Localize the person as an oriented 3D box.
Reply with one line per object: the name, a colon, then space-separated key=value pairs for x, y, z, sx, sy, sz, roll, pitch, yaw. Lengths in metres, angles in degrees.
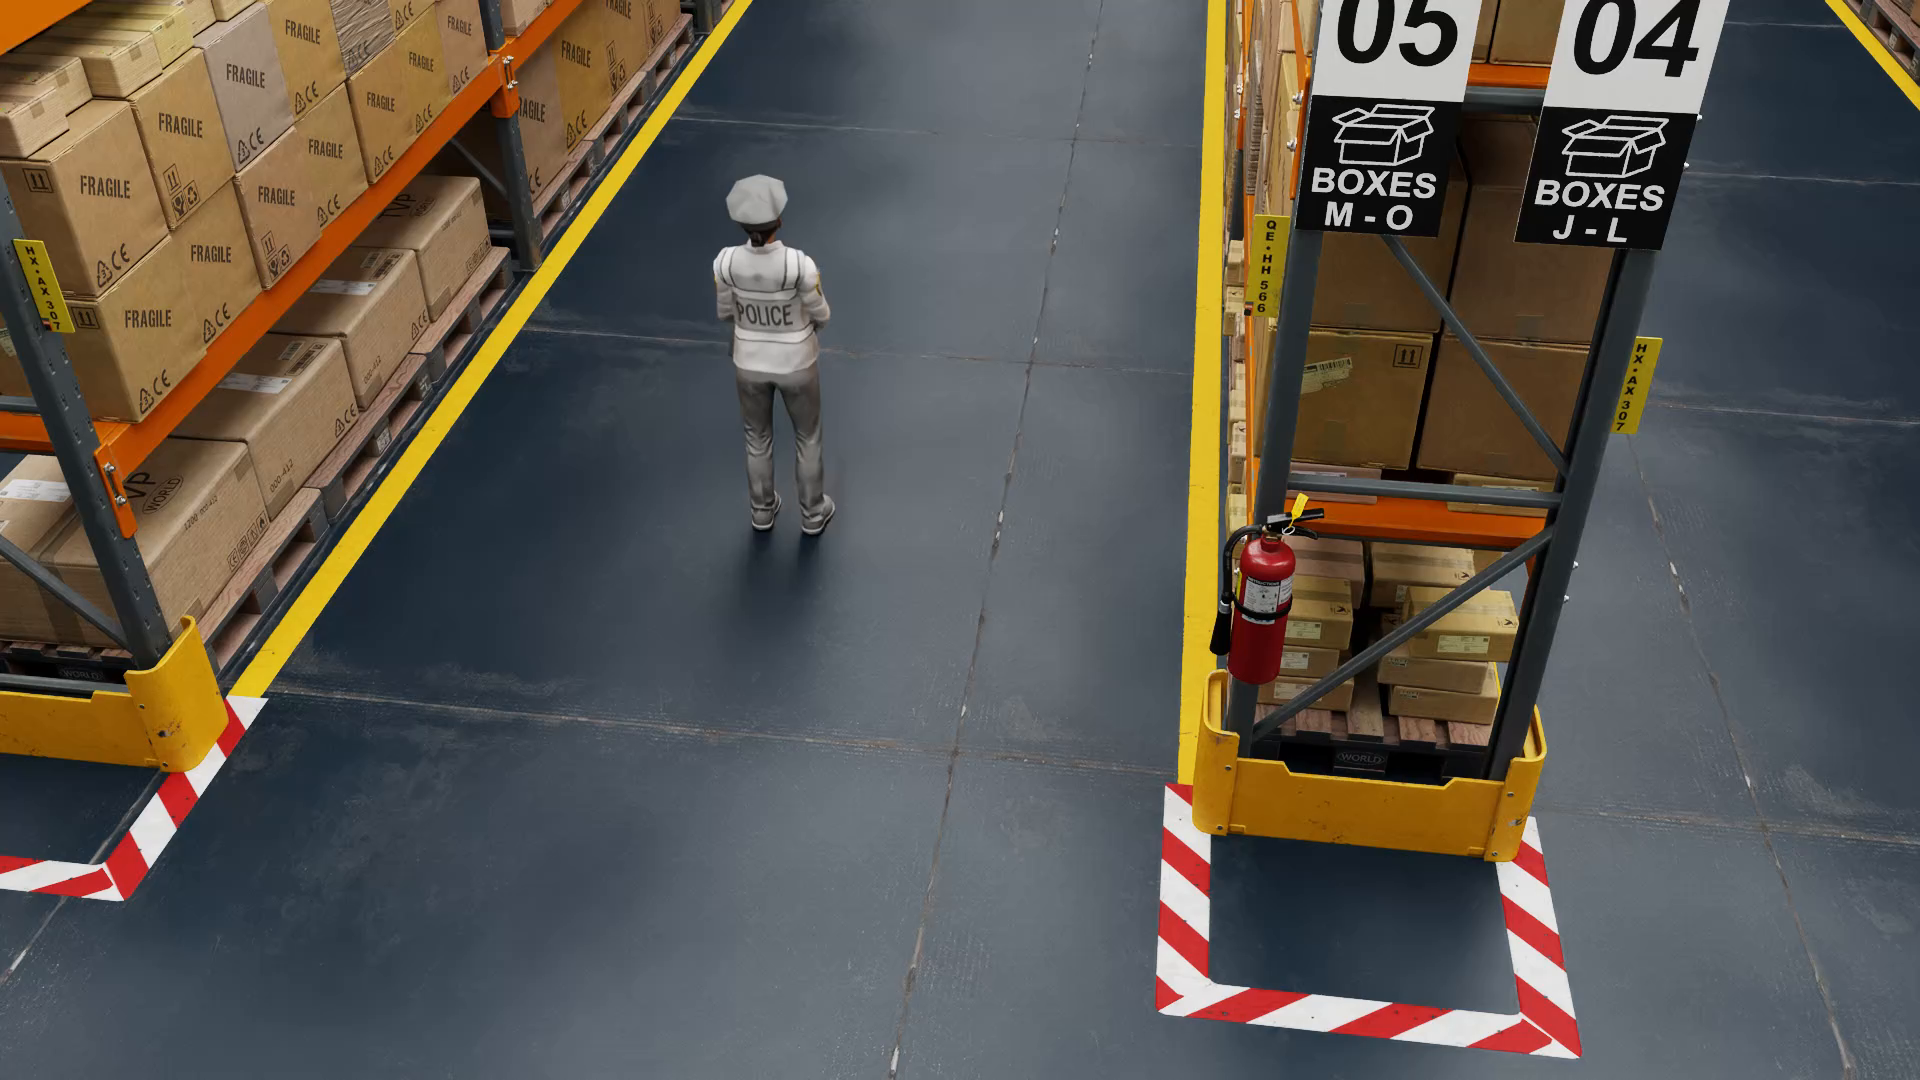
person: x=-0.785 y=-0.811 z=7.223 sx=0.482 sy=1.692 sz=0.517 roll=4 pitch=37 yaw=6
